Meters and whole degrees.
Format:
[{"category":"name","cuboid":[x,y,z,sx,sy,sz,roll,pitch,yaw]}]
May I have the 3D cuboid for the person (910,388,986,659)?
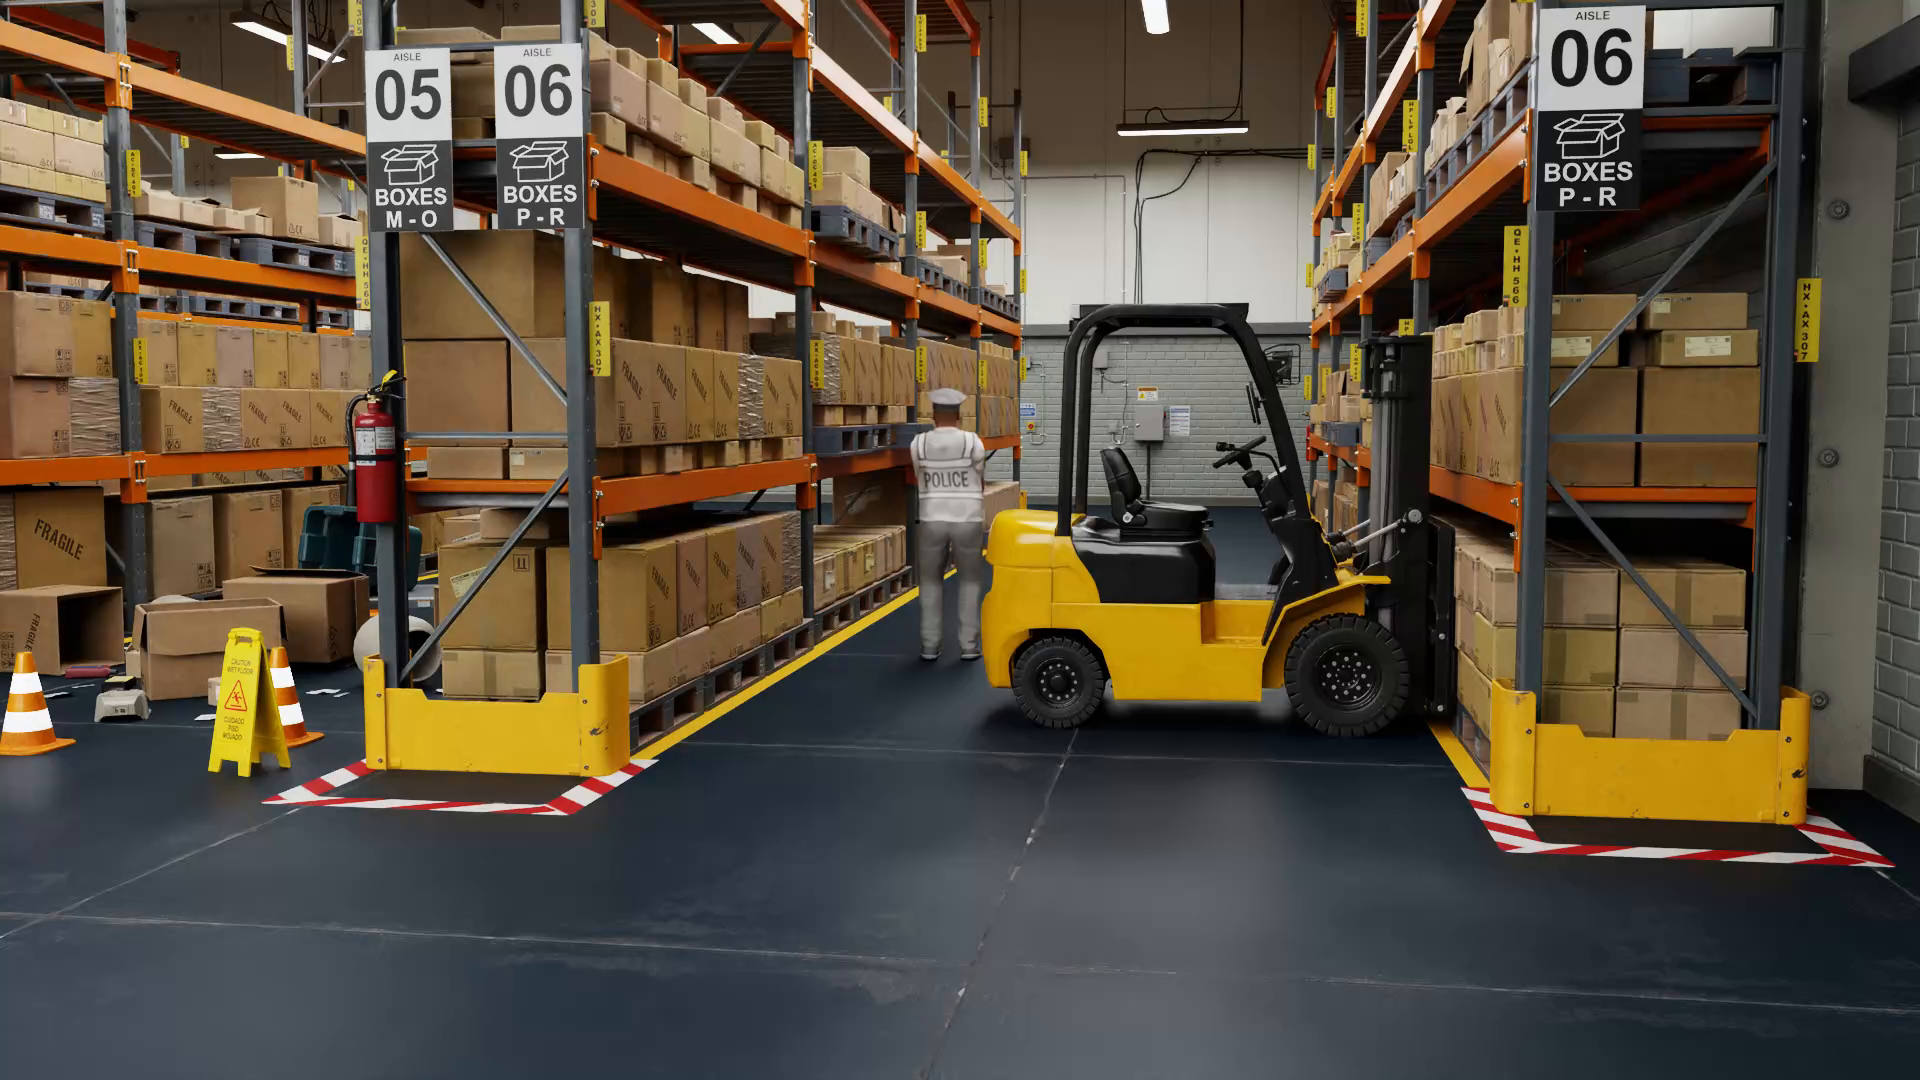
[{"category":"person","cuboid":[-0.070,-0.108,10.892,0.490,1.771,0.566,0,4,5]}]
